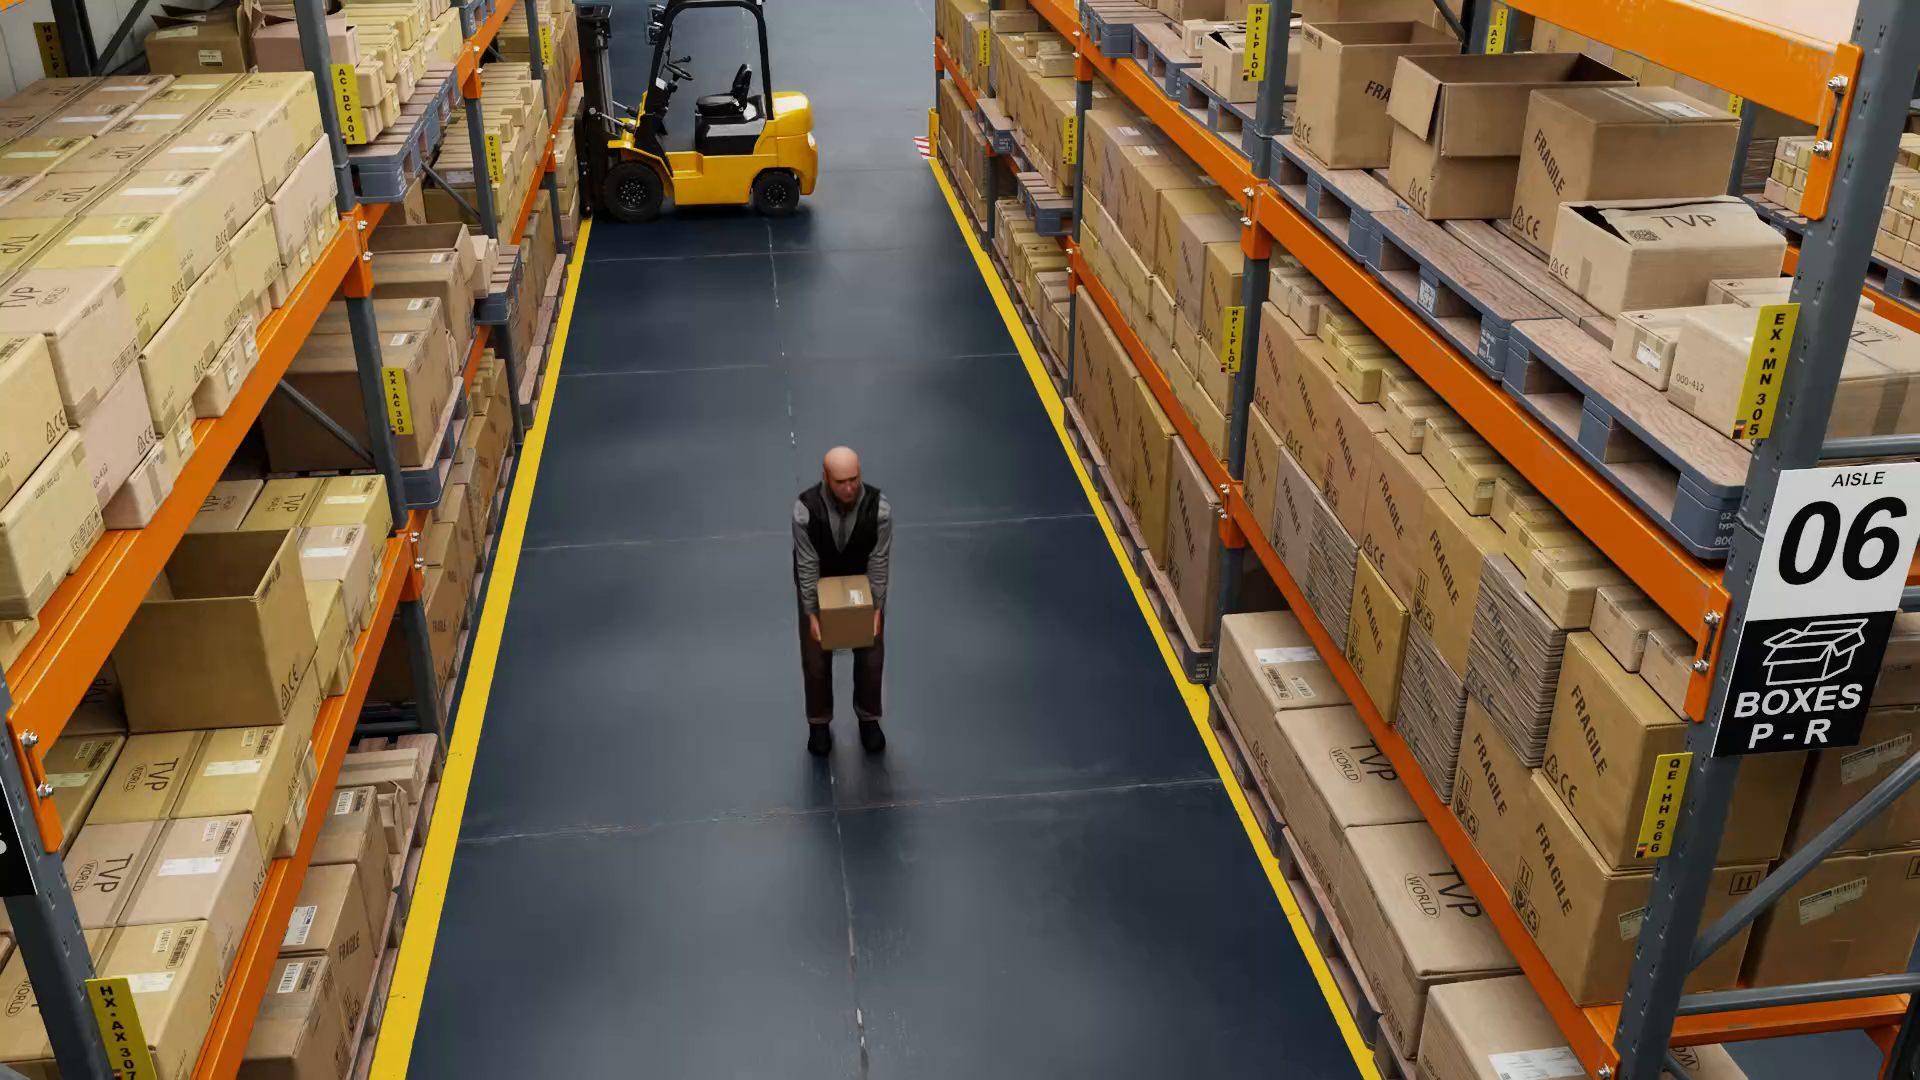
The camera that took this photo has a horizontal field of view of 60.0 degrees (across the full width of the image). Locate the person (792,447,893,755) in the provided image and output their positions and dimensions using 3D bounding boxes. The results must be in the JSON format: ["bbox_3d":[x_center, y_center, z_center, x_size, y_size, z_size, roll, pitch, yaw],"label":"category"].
[{"bbox_3d":[-0.560,0.302,8.092,0.479,1.691,0.573,-4,27,-8],"label":"person"}]
